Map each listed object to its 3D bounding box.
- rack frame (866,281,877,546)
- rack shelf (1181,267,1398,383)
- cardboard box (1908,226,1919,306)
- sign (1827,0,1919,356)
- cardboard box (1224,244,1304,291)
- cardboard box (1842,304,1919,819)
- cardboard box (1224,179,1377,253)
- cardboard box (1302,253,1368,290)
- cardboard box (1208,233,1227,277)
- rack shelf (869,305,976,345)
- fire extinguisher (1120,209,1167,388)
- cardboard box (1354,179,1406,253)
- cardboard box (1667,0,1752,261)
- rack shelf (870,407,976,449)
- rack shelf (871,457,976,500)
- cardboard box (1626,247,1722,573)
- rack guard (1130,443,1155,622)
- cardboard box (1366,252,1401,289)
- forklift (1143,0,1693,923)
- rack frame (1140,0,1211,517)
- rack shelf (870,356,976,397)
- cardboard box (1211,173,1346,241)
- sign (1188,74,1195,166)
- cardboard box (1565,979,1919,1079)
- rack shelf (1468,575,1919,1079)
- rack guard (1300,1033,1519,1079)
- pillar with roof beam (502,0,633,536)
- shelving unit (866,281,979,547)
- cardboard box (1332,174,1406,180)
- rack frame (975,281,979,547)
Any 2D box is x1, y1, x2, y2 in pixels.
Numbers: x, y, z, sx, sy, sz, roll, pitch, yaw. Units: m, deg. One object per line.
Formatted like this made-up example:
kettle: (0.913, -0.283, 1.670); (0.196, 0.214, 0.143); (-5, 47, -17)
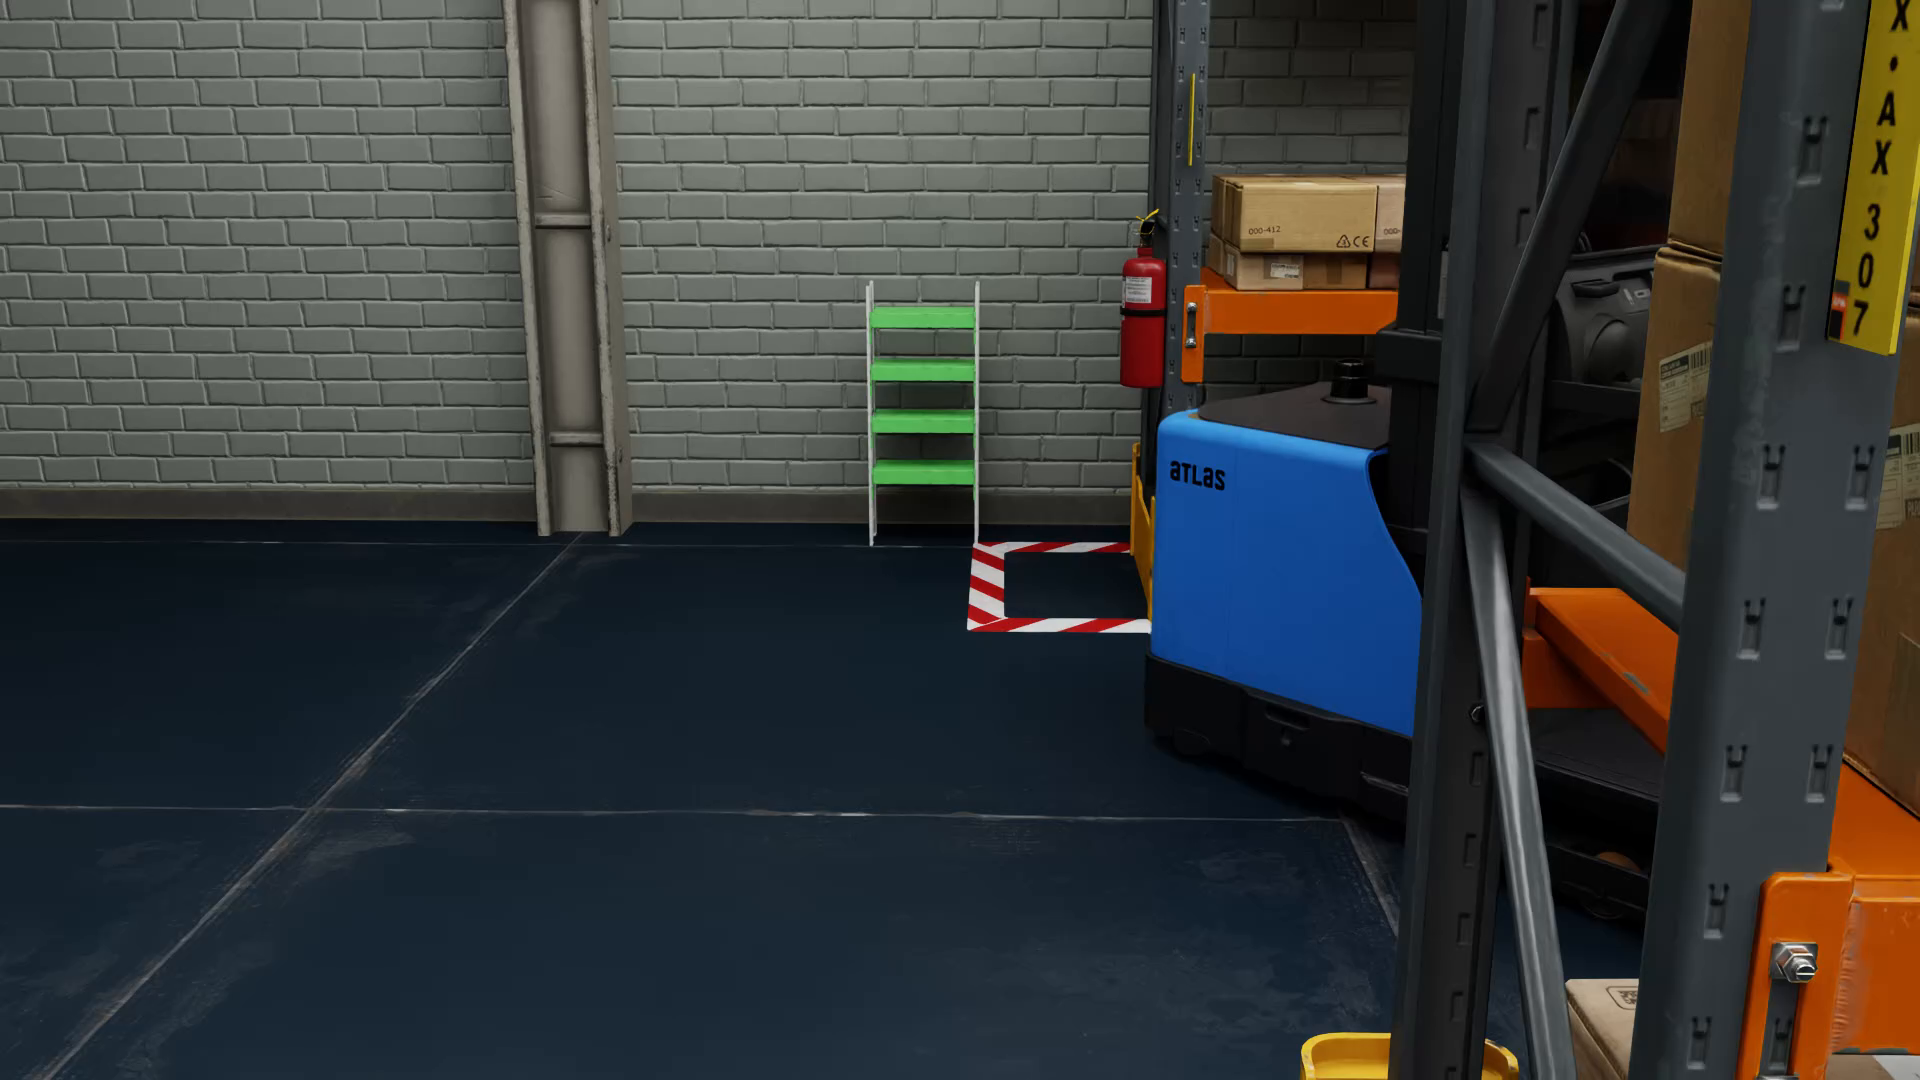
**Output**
rack frame: (-0.410, -0.583, 7.697); (0.015, 1.200, 0.240); (0, 15, 1)
rack shelf: (2.862, -0.901, 6.785); (4.000, 0.370, 1.077); (0, 15, 1)
cardboard box: (1.212, -0.452, 1.517); (0.500, 0.500, 0.500); (0, 15, 0)
sign: (0.719, -0.311, 1.288); (0.005, 0.325, 0.100); (0, 15, 1)
cardboard box: (1.184, -1.068, 6.501); (0.250, 0.149, 0.380); (0, 15, 1)
cardboard box: (1.212, 0.032, 1.642); (0.500, 0.500, 0.500); (0, 15, 1)
cardboard box: (1.309, -1.261, 6.452); (0.500, 0.250, 0.500); (0, 15, 2)
cardboard box: (1.439, -1.078, 6.540); (0.250, 0.149, 0.380); (1, 15, 3)
cardboard box: (1.200, -1.207, 7.026); (0.250, 0.149, 0.380); (0, 15, 1)
rack shelf: (-0.166, -0.984, 7.585); (0.480, 0.148, 0.258); (0, 15, 1)
fire extinguisher: (0.703, -0.927, 6.357); (0.183, 0.674, 0.296); (0, 15, 1)
cardboard box: (1.813, -1.258, 6.440); (0.500, 0.250, 0.500); (1, 15, 2)
cardboard box: (1.227, -0.585, 2.022); (0.500, 0.500, 0.500); (1, 15, 3)
rack shelf: (-0.166, -0.519, 7.707); (0.480, 0.148, 0.258); (0, 15, 1)
rack shelf: (-0.166, -0.287, 7.769); (0.480, 0.148, 0.258); (0, 15, 1)
cardboard box: (1.228, -0.109, 2.176); (0.500, 0.500, 0.500); (0, 15, 2)
rack guard: (0.938, -0.053, 7.059); (0.348, 0.500, 1.175); (0, 15, 1)
cardboard box: (1.703, -1.085, 6.567); (0.250, 0.149, 0.380); (0, 15, 1)
forklift: (1.955, -0.569, 4.250); (1.130, 2.935, 3.031); (-13, 20, -41)
rack frame: (0.862, -1.262, 6.742); (0.127, 3.000, 1.000); (0, 15, 1)
rack shelf: (-0.166, -0.752, 7.646); (0.480, 0.148, 0.258); (0, 15, 1)
cardboard box: (1.329, -1.398, 6.969); (0.500, 0.250, 0.500); (1, 15, 3)
sign: (0.849, -1.542, 6.107); (0.005, 0.325, 0.100); (0, 15, 1)
cardboard box: (1.402, 1.019, 2.298); (0.875, 0.438, 0.875); (0, 15, 0)
rack shelf: (2.739, 0.365, 1.987); (4.000, 0.370, 1.077); (0, 15, 1)
rack guard: (0.715, 1.213, 2.264); (0.348, 0.500, 1.175); (0, 15, 1)
pillar with roof beam: (-1.920, -3.312, 2.754); (0.400, 9.000, 9.100); (0, 15, 1)
shelving unit: (-0.166, -0.581, 7.691); (0.503, 1.200, 0.258); (0, 15, 1)
cardboard box: (1.844, -1.394, 6.955); (0.500, 0.250, 0.500); (0, 15, 2)
rack frame: (0.078, -0.580, 7.685); (0.015, 1.200, 0.240); (0, 15, 1)
